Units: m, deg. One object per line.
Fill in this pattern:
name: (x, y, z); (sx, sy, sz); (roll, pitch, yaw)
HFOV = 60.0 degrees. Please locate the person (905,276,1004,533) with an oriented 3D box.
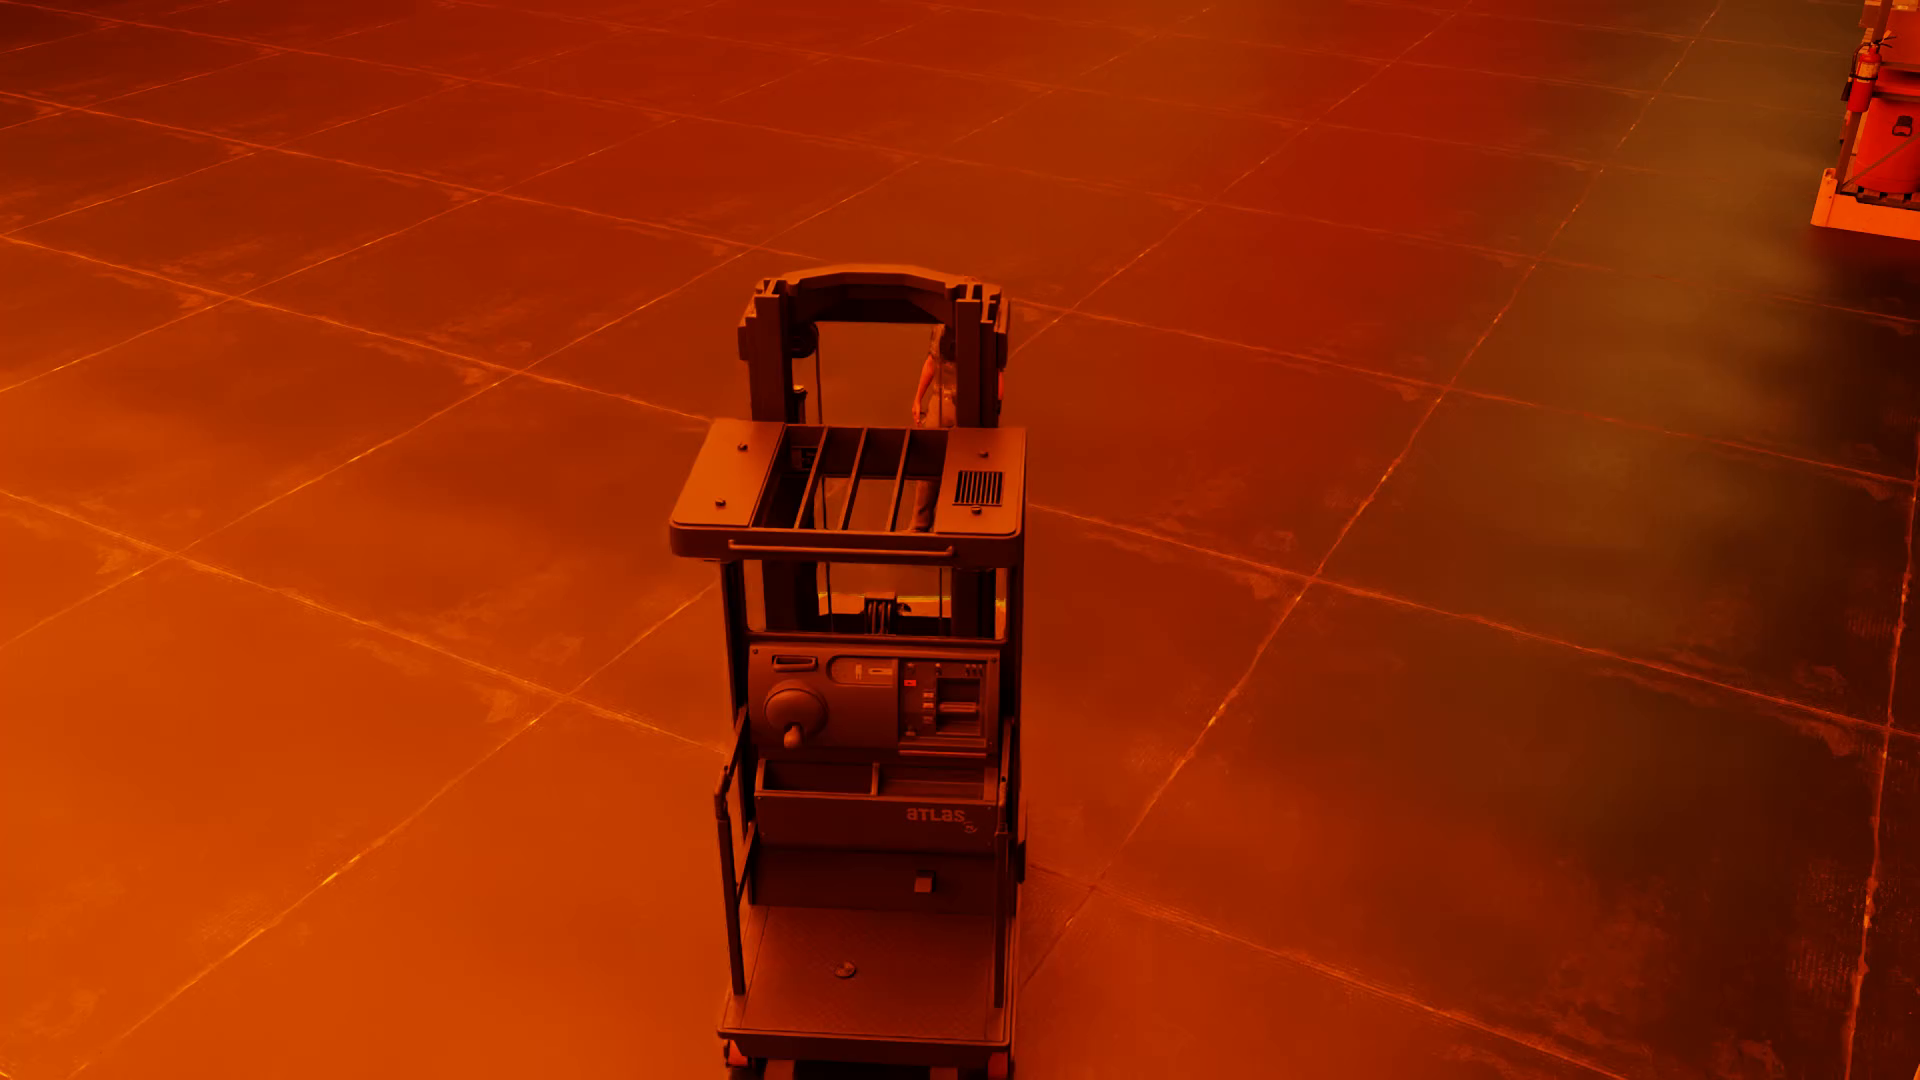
person: (-0.060, -0.689, 9.527); (0.570, 1.656, 0.503); (15, 33, 25)

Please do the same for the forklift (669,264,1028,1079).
forklift: (-0.330, 0.636, 5.969); (1.130, 2.935, 3.031); (2, 30, 3)
